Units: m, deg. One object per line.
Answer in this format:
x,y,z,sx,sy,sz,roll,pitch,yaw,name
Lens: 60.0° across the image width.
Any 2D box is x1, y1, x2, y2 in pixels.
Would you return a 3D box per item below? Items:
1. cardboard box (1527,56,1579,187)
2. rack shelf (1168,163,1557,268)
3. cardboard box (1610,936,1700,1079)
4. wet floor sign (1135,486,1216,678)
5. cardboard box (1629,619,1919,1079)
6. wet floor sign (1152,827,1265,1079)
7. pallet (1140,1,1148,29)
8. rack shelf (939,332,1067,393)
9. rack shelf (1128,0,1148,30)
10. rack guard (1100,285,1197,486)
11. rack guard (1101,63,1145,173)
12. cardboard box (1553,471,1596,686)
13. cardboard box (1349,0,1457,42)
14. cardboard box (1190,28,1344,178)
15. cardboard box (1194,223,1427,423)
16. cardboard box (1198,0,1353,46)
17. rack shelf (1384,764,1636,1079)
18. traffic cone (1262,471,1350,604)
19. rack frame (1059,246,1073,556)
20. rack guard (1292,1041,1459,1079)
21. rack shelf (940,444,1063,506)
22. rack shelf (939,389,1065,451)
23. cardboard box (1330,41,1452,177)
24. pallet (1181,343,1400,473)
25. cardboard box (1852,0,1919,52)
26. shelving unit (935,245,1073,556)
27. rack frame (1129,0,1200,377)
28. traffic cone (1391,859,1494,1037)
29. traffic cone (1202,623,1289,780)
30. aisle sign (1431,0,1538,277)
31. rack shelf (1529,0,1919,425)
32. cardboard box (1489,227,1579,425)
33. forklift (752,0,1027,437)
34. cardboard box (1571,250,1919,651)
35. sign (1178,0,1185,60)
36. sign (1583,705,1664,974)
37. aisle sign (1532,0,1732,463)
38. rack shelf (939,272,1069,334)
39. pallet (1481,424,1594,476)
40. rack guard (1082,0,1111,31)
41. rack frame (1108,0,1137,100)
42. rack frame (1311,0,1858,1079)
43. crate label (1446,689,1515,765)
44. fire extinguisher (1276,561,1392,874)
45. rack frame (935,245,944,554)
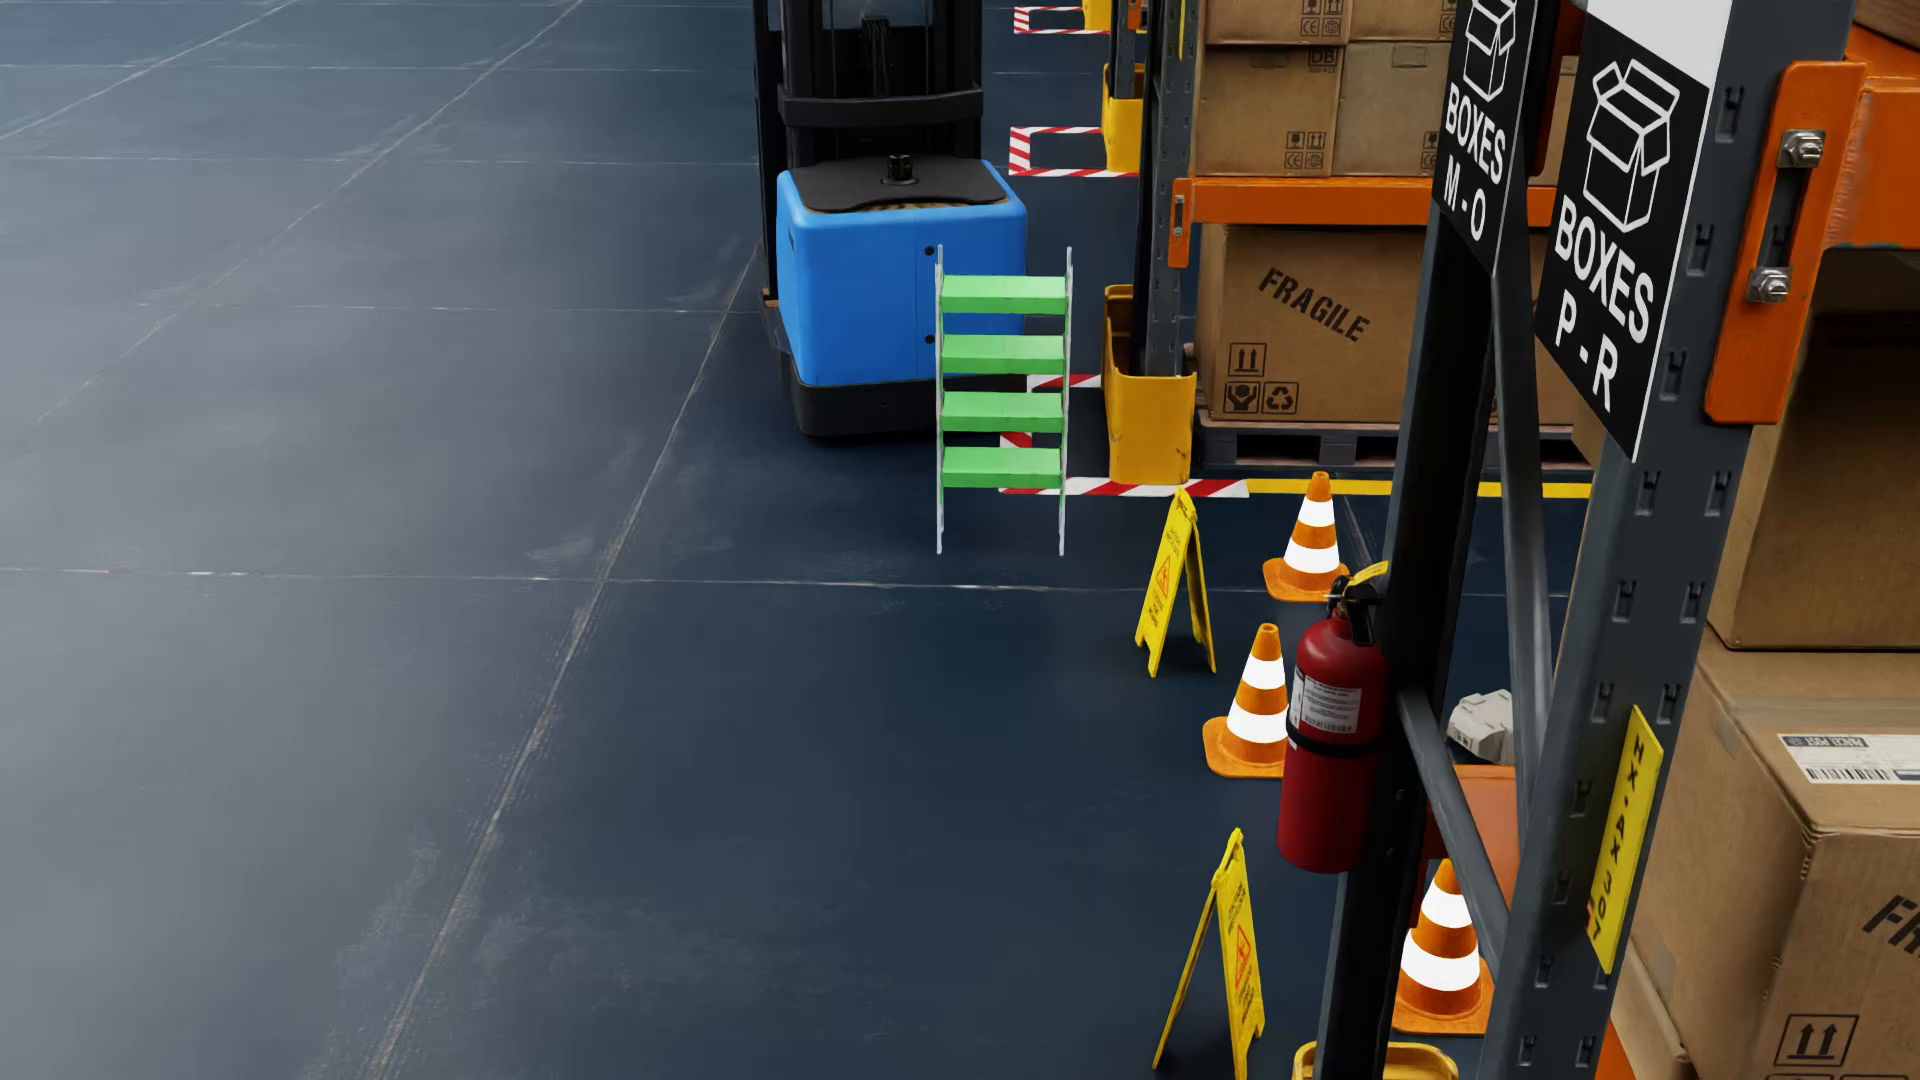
2.347,-1.851,6.878,0.550,0.550,0.875,1,28,2,cardboard box
2.868,-1.485,7.117,4.000,0.370,1.077,1,28,2,rack shelf
1.128,0.696,2.503,0.250,0.149,0.380,1,28,2,cardboard box
0.770,0.130,5.815,0.232,0.644,0.267,-4,28,-7,wet floor sign
1.259,0.445,2.284,0.500,0.500,0.500,1,28,1,cardboard box
0.643,1.019,4.139,0.232,0.644,0.267,11,30,19,wet floor sign
2.209,-5.247,16.423,1.213,0.211,1.003,1,28,2,pallet
0.165,-0.683,6.381,0.480,0.148,0.258,1,28,2,rack shelf
3.144,-3.805,11.494,4.000,0.370,1.077,1,28,2,rack shelf
0.845,-0.732,7.597,0.348,0.500,1.175,1,28,2,rack guard
1.221,-3.050,11.971,0.348,0.500,1.175,1,28,2,rack guard
1.348,0.187,2.770,0.500,0.500,0.500,0,28,1,cardboard box
1.792,-2.389,6.742,0.550,0.550,0.875,1,28,2,cardboard box
1.242,-1.917,7.004,0.550,0.550,0.875,1,28,2,cardboard box
1.549,-1.103,7.448,0.875,0.875,0.875,1,28,2,cardboard box
1.239,-2.355,6.677,0.550,0.550,0.875,1,28,2,cardboard box
2.794,0.833,2.743,4.000,0.370,1.077,1,28,2,rack shelf
1.350,-0.042,6.335,0.334,0.463,0.336,1,28,2,traffic cone
0.409,-0.523,6.456,0.015,1.200,0.240,1,28,2,rack frame
0.871,1.588,3.220,0.348,0.500,1.175,1,28,2,rack guard
0.165,-0.259,6.606,0.480,0.148,0.258,1,28,2,rack shelf
0.165,-0.471,6.494,0.480,0.148,0.258,1,28,2,rack shelf
1.792,-1.919,7.007,0.550,0.550,0.875,1,28,2,cardboard box
1.671,-0.627,7.708,1.213,0.211,1.003,1,28,2,pallet
1.116,-0.574,1.696,0.250,0.149,0.380,1,28,2,cardboard box
0.165,-0.527,6.464,0.503,1.200,0.258,1,28,2,shelving unit
0.869,-1.836,7.011,0.127,3.000,1.000,1,28,2,rack frame
1.271,1.007,4.357,0.334,0.463,0.336,1,28,2,traffic cone
0.970,0.481,5.348,0.334,0.463,0.336,1,28,2,traffic cone
0.744,-0.803,2.286,0.004,0.787,0.394,1,28,2,aisle sign
2.794,-0.492,2.041,4.000,0.370,1.077,1,28,2,rack shelf
2.429,-1.089,7.422,0.875,0.875,0.875,1,28,1,cardboard box
-0.487,-2.429,8.202,1.130,2.935,3.031,-5,28,-10,forklift
1.314,-0.229,2.487,0.500,0.500,0.700,0,28,1,cardboard box
0.844,-1.994,6.300,0.005,0.325,0.100,1,28,2,sign
0.777,0.354,1.955,0.005,0.325,0.100,1,28,2,sign
0.723,-0.522,1.757,0.004,0.787,0.394,1,28,2,aisle sign
0.165,-0.895,6.269,0.480,0.148,0.258,1,28,2,rack shelf
2.887,-0.606,7.668,1.213,0.211,1.003,1,28,2,pallet
1.398,-5.391,16.386,0.348,0.500,1.175,1,28,2,rack guard
1.145,-4.156,11.388,0.127,3.000,1.000,1,28,2,rack frame
0.795,0.484,2.634,0.053,2.616,0.949,1,28,2,rack frame
1.758,0.609,5.454,0.298,0.136,0.250,-14,31,-24,crate label
0.697,0.299,3.066,0.183,0.674,0.296,1,28,2,fire extinguisher
-0.078,-0.531,6.471,0.015,1.200,0.240,1,28,2,rack frame
